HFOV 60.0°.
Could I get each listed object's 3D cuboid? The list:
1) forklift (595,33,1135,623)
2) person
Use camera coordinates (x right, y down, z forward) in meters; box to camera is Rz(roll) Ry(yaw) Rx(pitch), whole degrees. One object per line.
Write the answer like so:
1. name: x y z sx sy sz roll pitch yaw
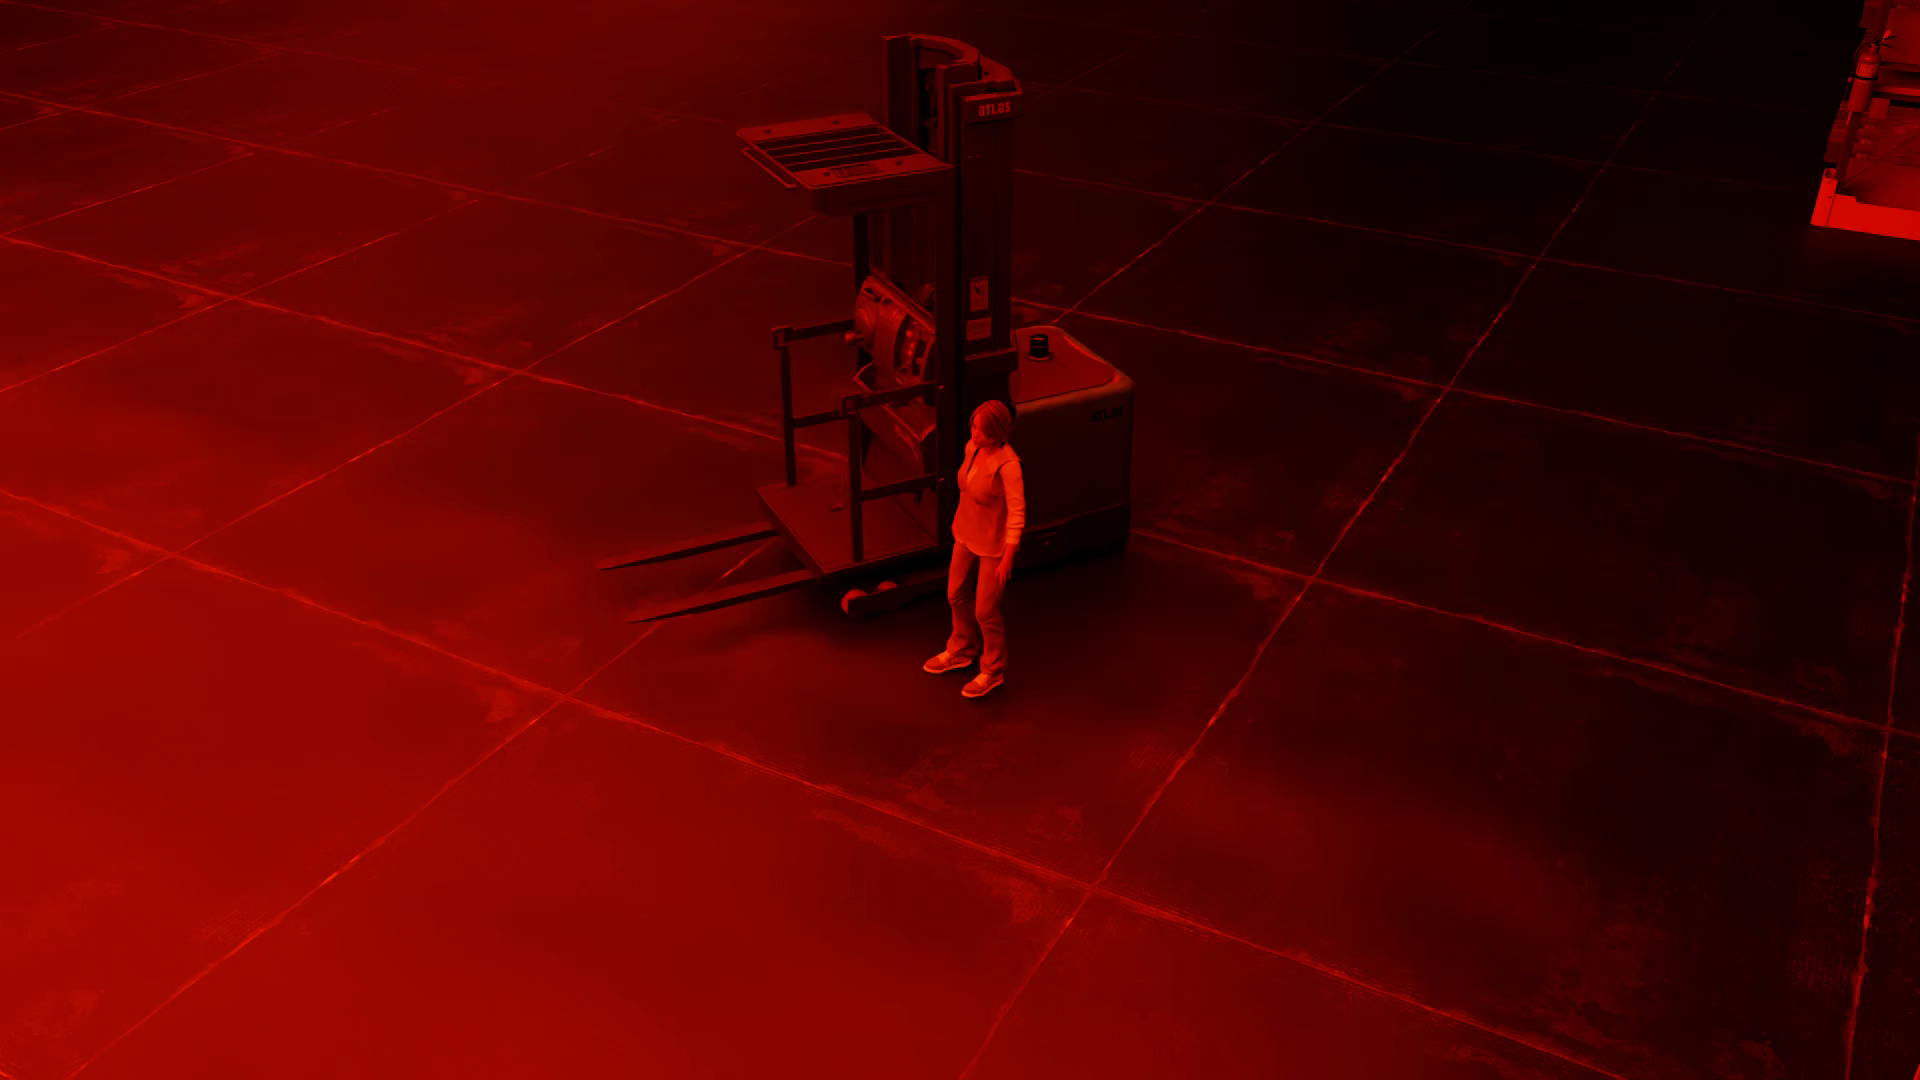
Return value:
1. forklift: -0.544 -1.129 9.026 3.031 2.935 1.130 -14 33 -23
2. person: 0.088 0.040 8.335 0.401 1.600 0.530 -18 35 -28
